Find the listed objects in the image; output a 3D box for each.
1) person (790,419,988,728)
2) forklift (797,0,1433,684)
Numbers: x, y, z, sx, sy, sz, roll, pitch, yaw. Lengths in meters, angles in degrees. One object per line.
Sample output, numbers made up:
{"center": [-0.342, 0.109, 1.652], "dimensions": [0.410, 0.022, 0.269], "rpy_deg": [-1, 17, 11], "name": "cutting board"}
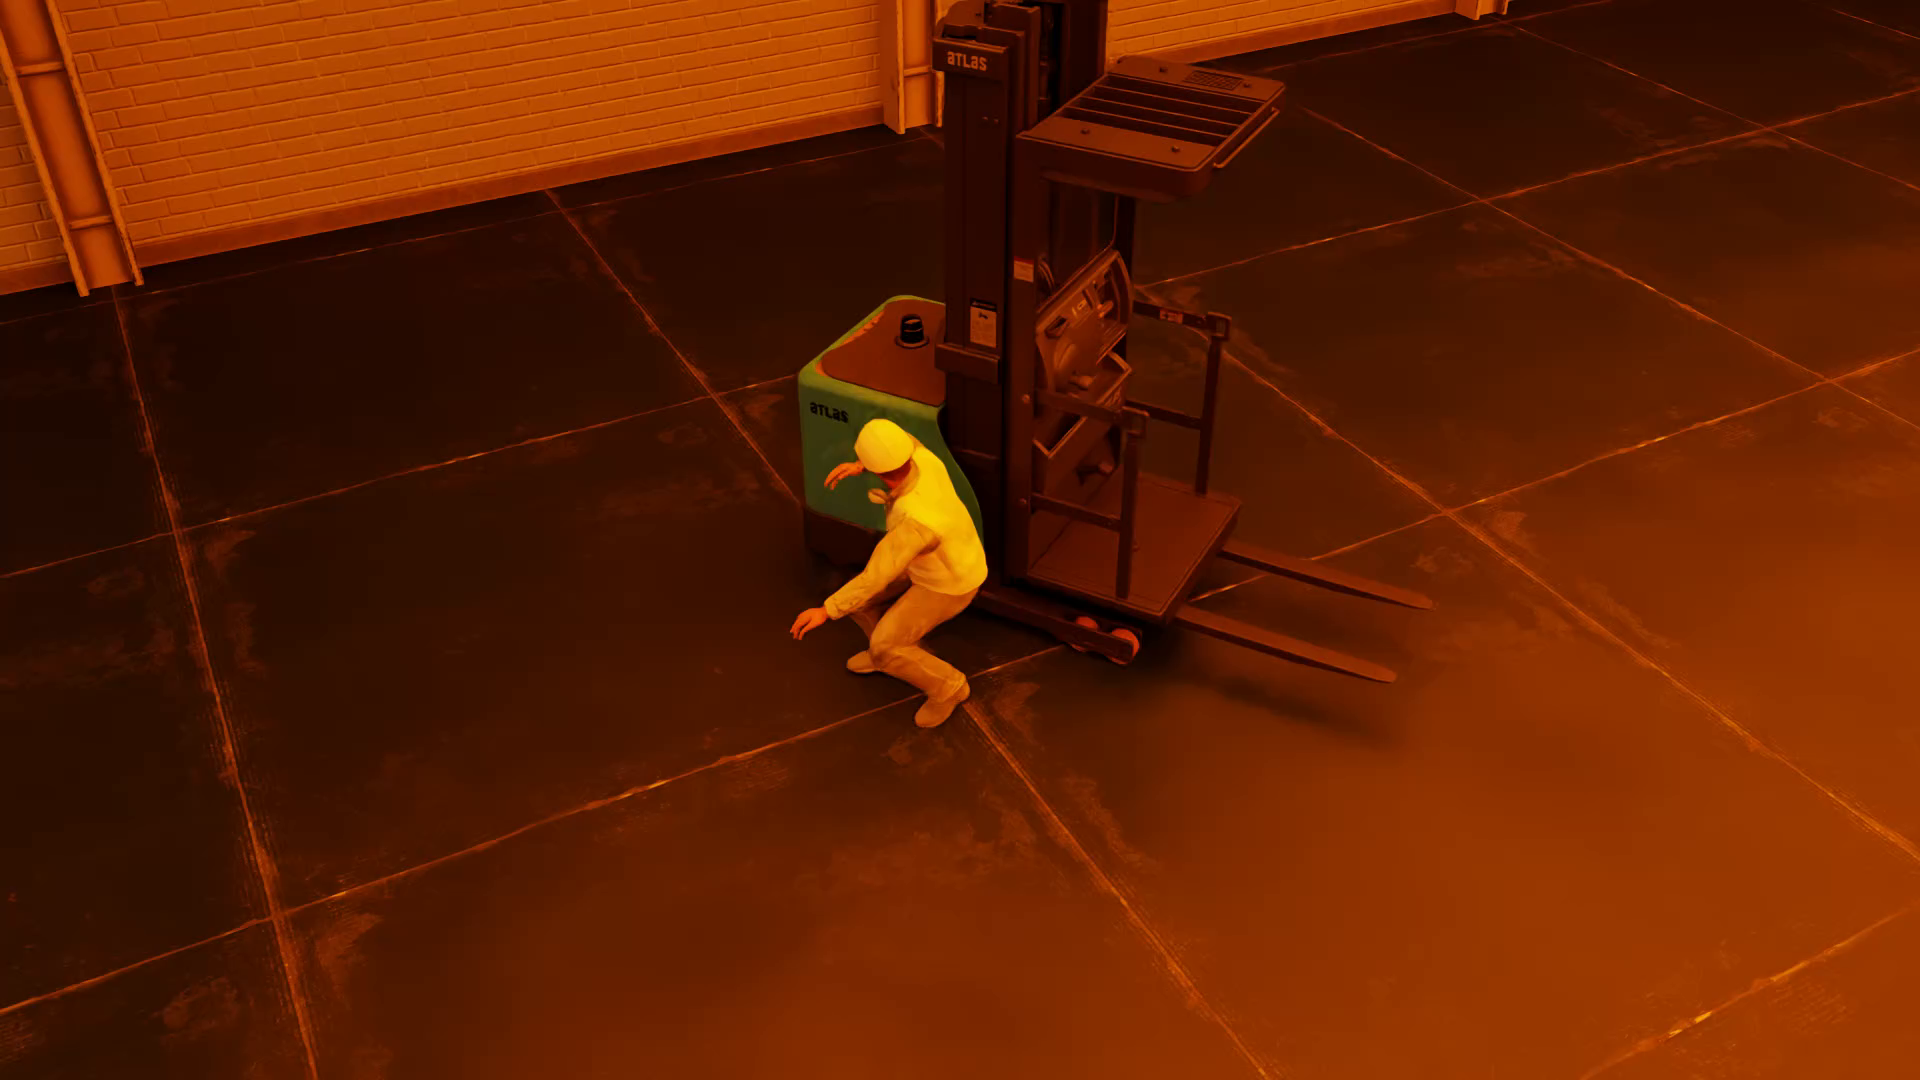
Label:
{"center": [-0.339, 0.112, 7.213], "dimensions": [0.916, 1.515, 0.782], "rpy_deg": [-9, 36, -12], "name": "person"}
{"center": [0.748, -0.964, 7.487], "dimensions": [3.031, 2.935, 1.130], "rpy_deg": [17, 39, 23], "name": "forklift"}
